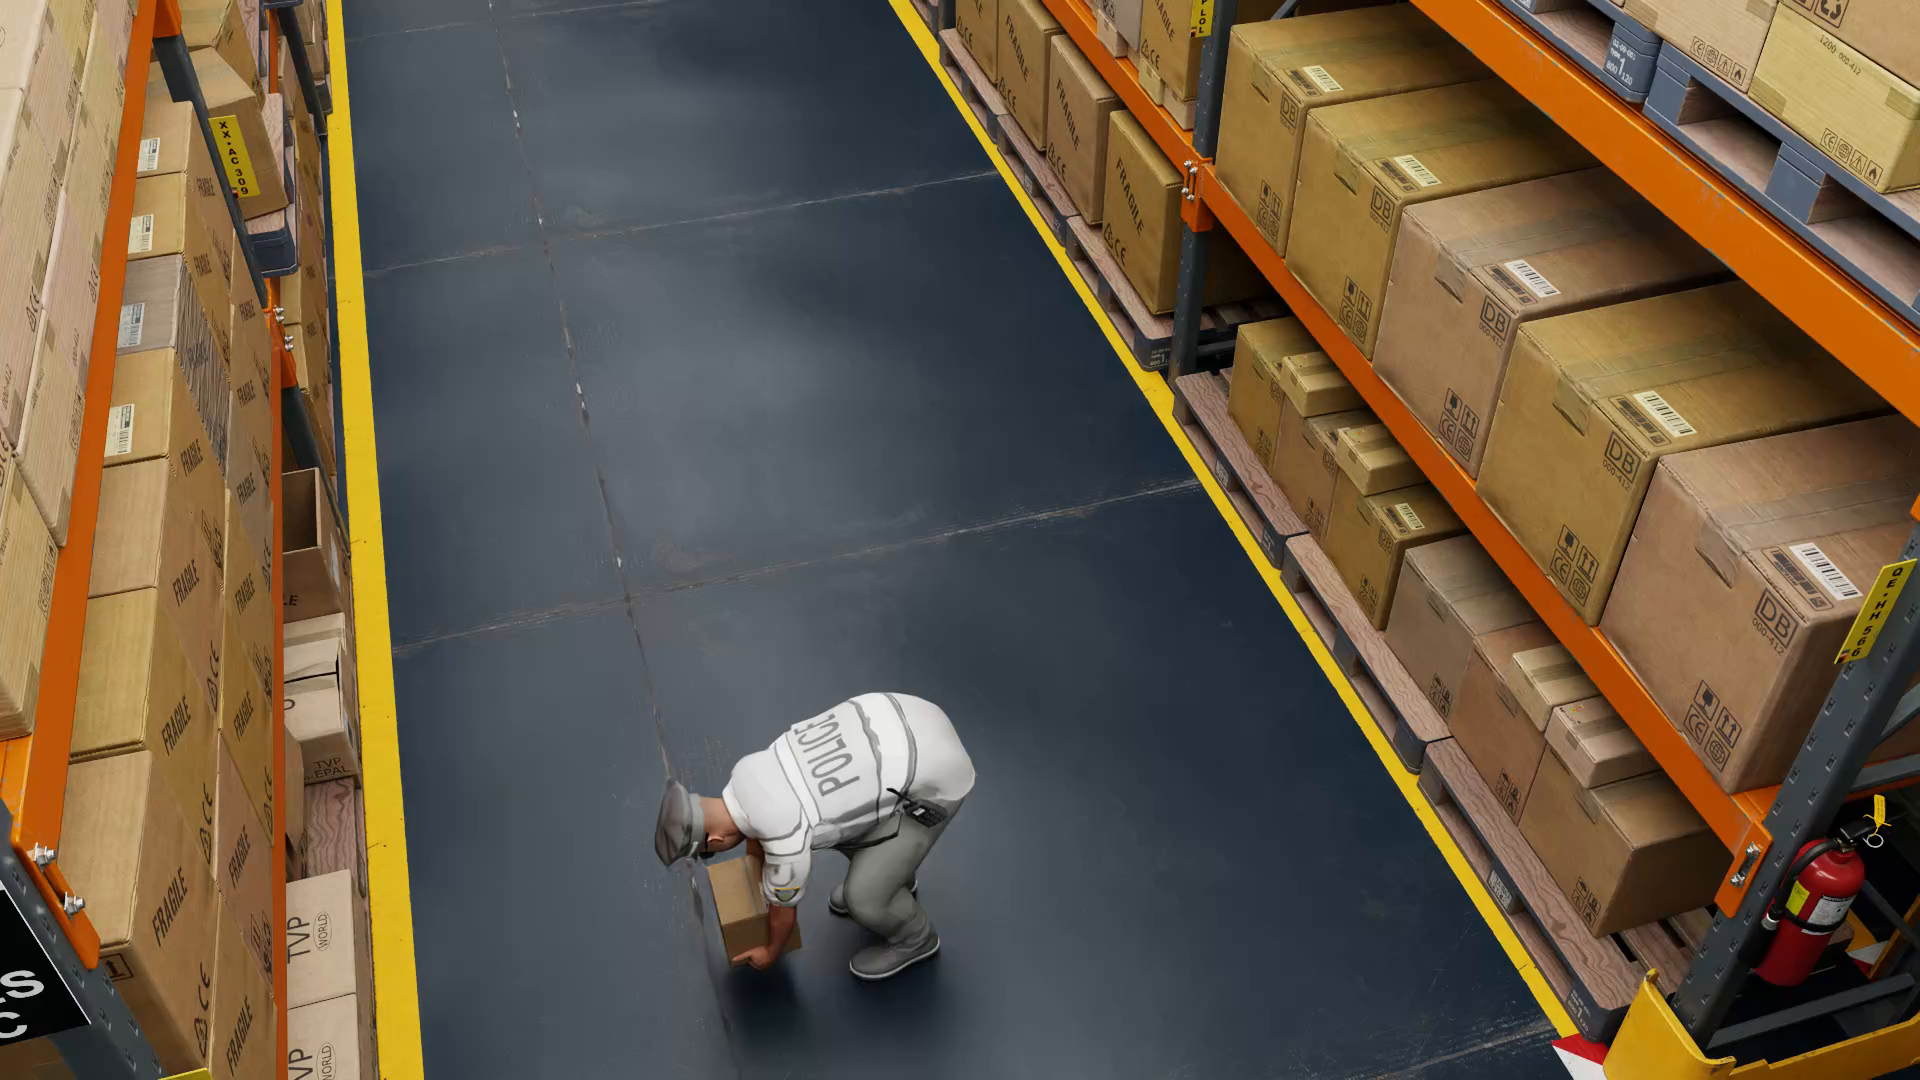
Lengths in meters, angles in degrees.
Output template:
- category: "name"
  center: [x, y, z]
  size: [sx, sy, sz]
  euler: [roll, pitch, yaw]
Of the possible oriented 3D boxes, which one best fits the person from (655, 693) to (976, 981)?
- category: "person"
  center: [-0.472, 1.031, 5.521]
  size: [1.042, 1.069, 0.515]
  euler: [-14, 44, -15]
